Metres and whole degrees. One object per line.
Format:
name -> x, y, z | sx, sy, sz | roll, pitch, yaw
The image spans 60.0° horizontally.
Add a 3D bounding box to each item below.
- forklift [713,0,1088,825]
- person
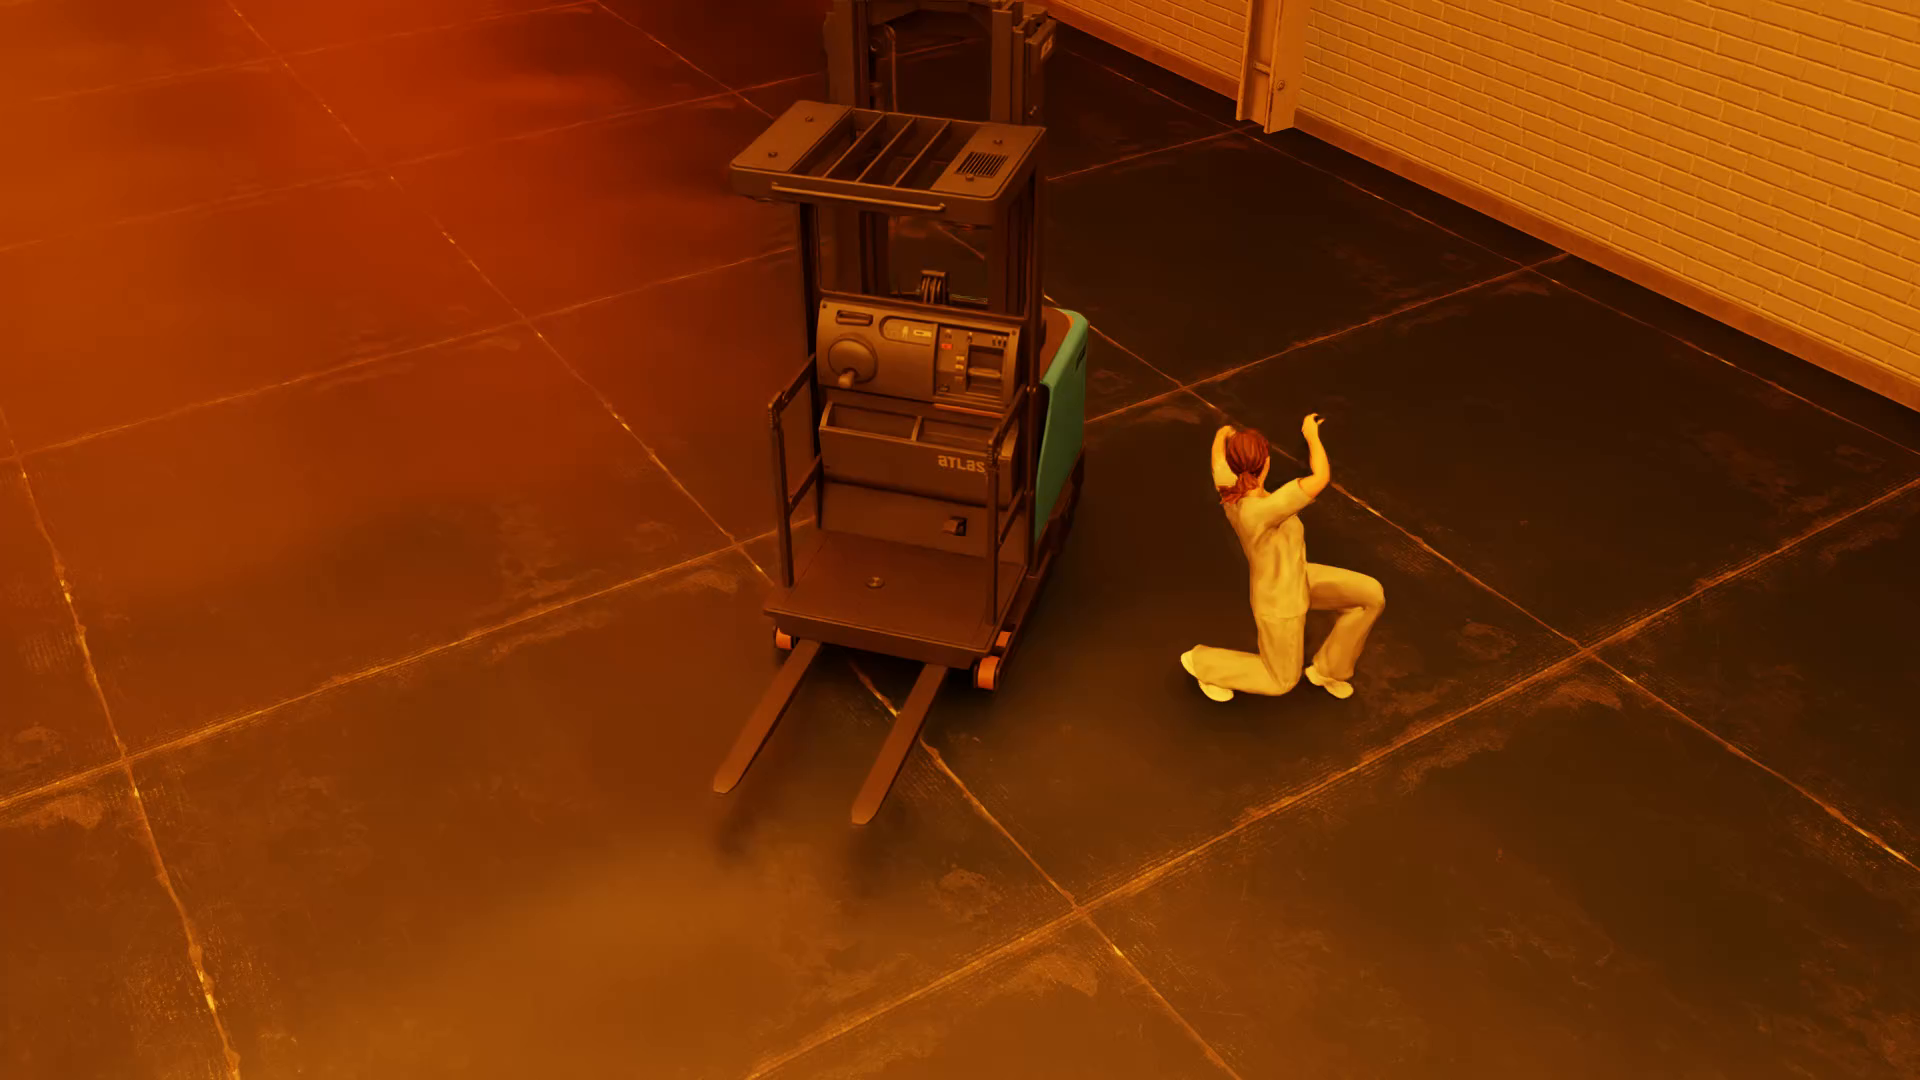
forklift -> -0.253, -0.760, 7.230 | 1.130, 2.935, 3.031 | 10, 36, 14
person -> 1.469, 0.155, 7.287 | 0.823, 1.217, 0.535 | 5, 35, 7
